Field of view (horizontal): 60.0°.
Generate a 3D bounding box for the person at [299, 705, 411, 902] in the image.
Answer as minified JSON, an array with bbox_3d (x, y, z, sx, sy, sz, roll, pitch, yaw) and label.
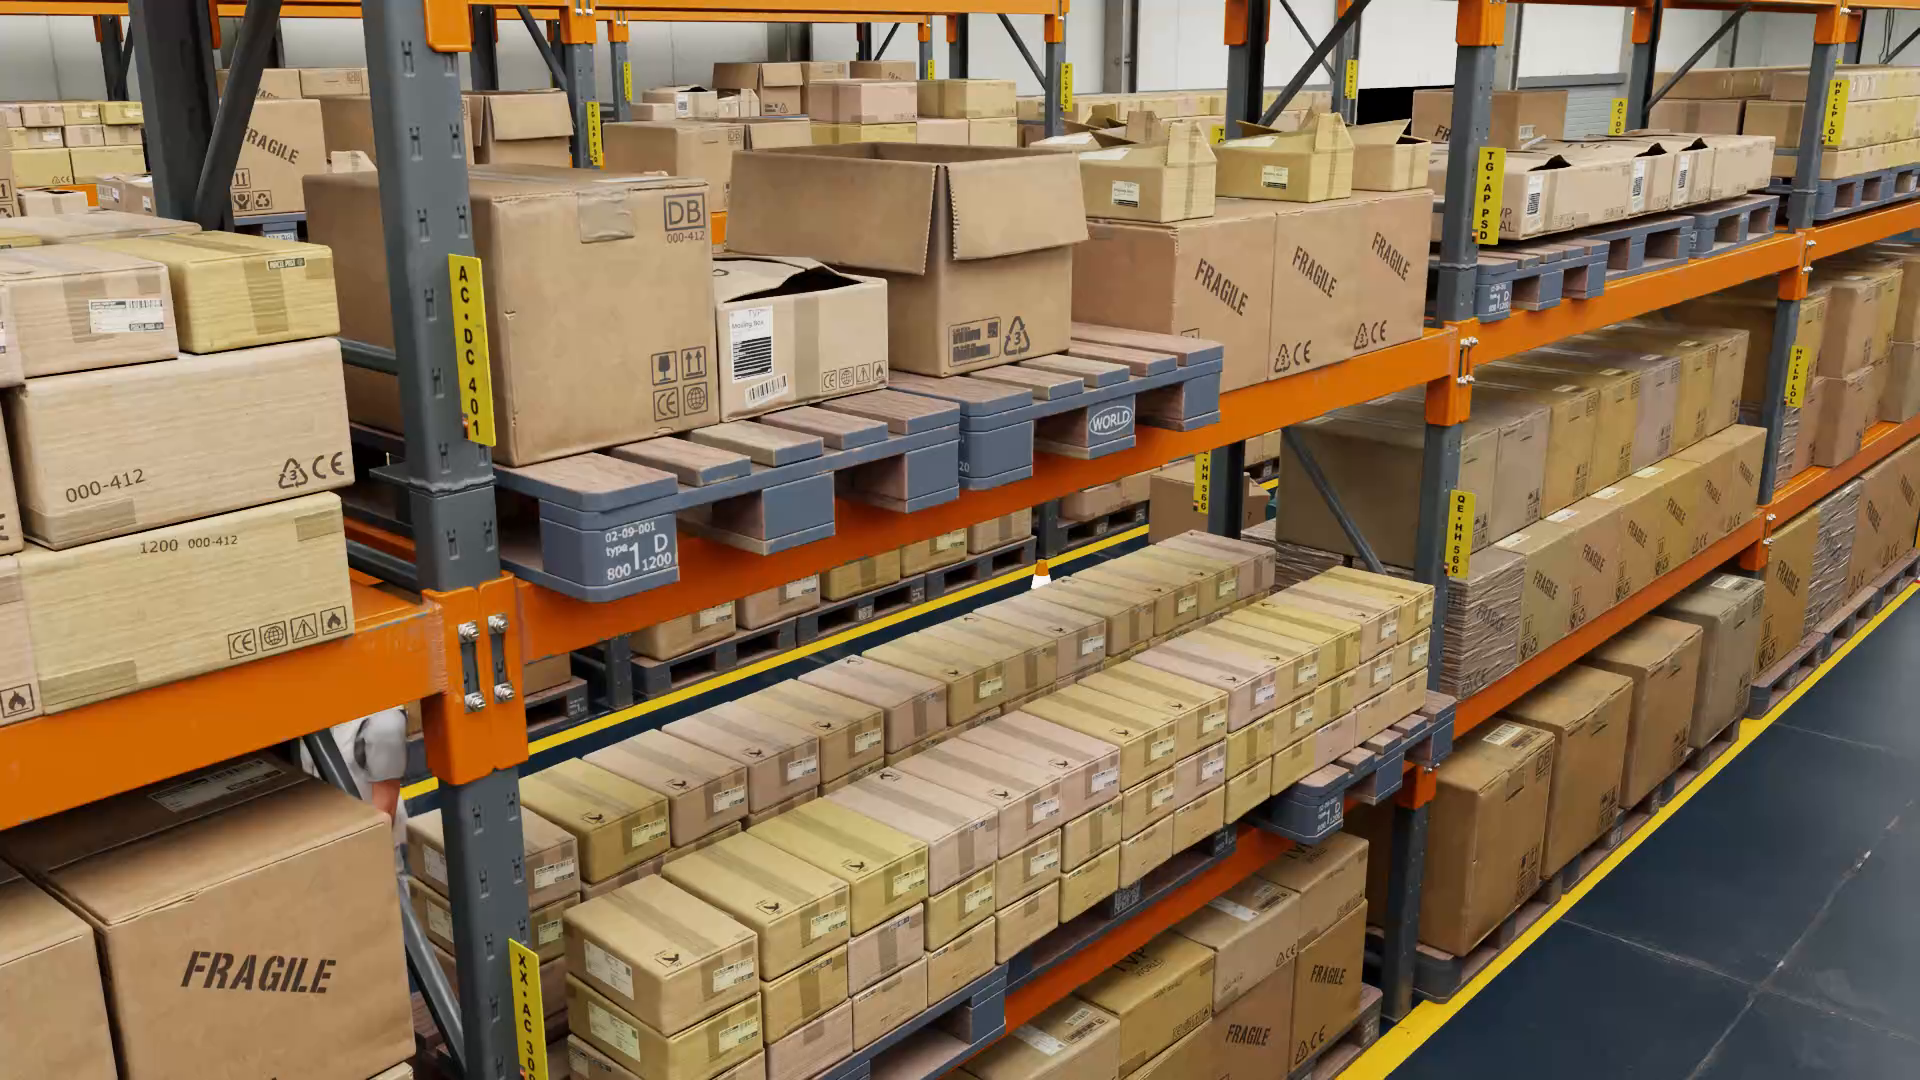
[{"bbox_3d":[-2.242,1.129,6.235,0.531,1.759,0.954,12,20,34],"label":"person"}]
